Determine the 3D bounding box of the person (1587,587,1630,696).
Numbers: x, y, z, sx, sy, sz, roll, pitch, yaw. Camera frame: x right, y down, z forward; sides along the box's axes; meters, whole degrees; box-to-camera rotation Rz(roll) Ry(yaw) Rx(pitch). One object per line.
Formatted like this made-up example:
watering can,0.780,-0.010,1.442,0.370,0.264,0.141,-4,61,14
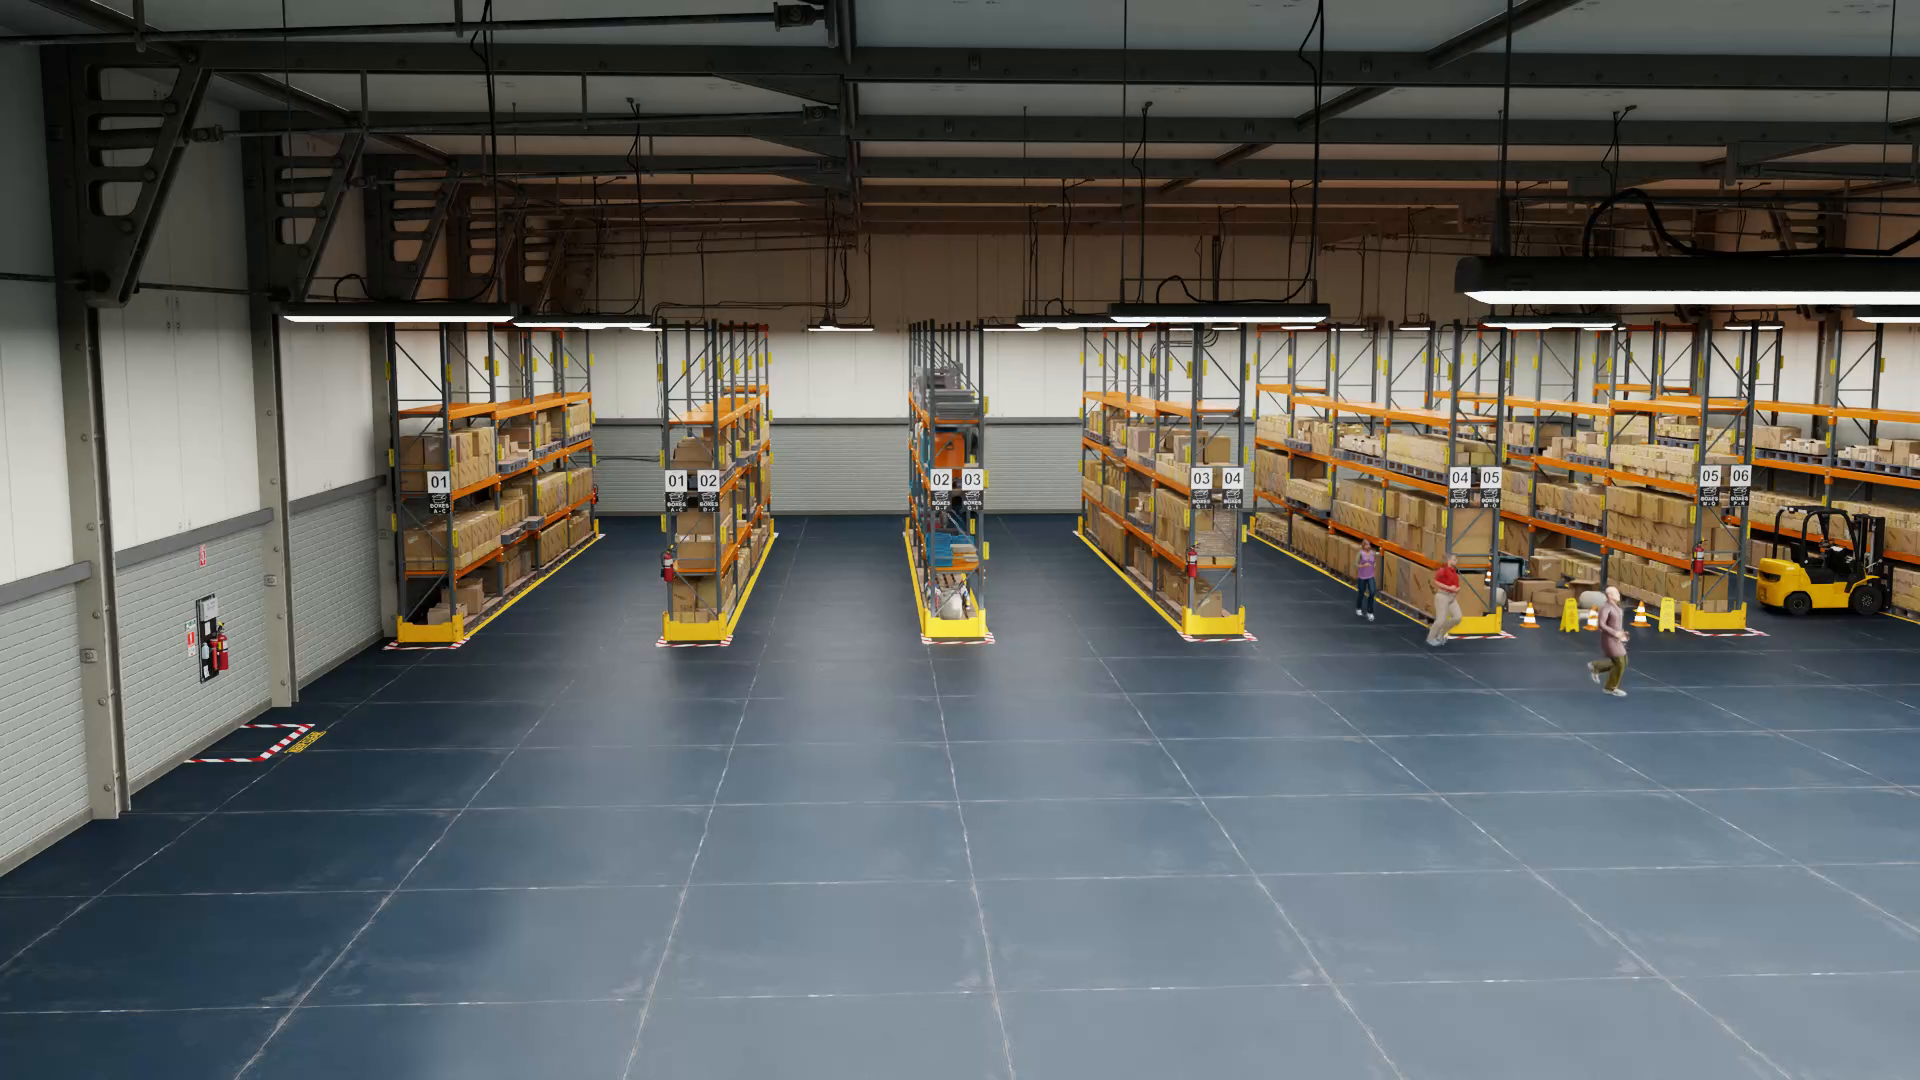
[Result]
person,10.337,1.603,26.526,0.653,1.737,0.712,5,9,36

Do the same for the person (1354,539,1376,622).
person,8.161,0.789,33.468,0.520,1.635,0.706,-1,7,-5

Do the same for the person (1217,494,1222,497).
person,7.225,-0.838,46.538,0.632,1.649,0.541,1,7,7

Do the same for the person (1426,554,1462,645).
person,9.044,1.114,30.727,0.654,1.697,0.612,-5,9,-36
